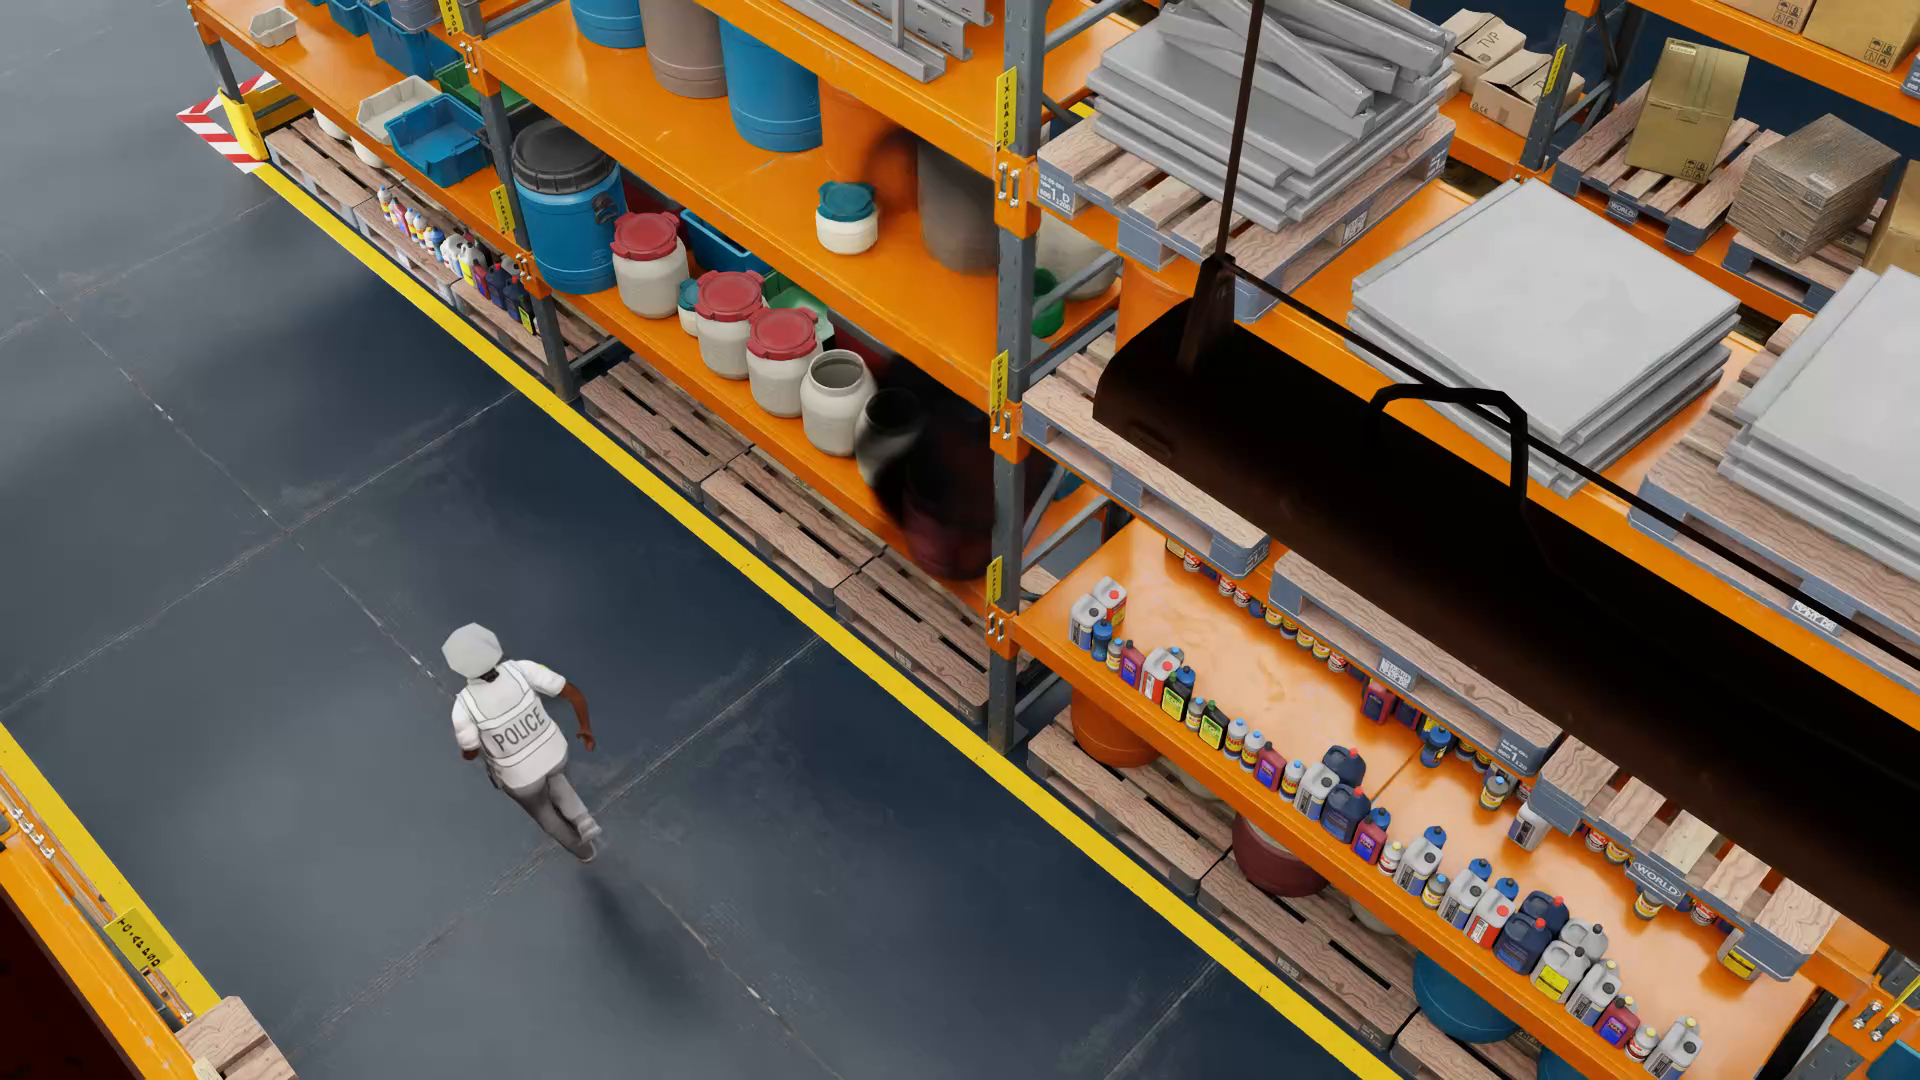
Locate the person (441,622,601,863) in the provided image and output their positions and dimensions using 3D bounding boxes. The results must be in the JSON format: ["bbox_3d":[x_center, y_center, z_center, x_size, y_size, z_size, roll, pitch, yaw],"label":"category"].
[{"bbox_3d":[-2.125,1.026,8.117,0.678,1.627,0.562,32,57,24],"label":"person"}]
